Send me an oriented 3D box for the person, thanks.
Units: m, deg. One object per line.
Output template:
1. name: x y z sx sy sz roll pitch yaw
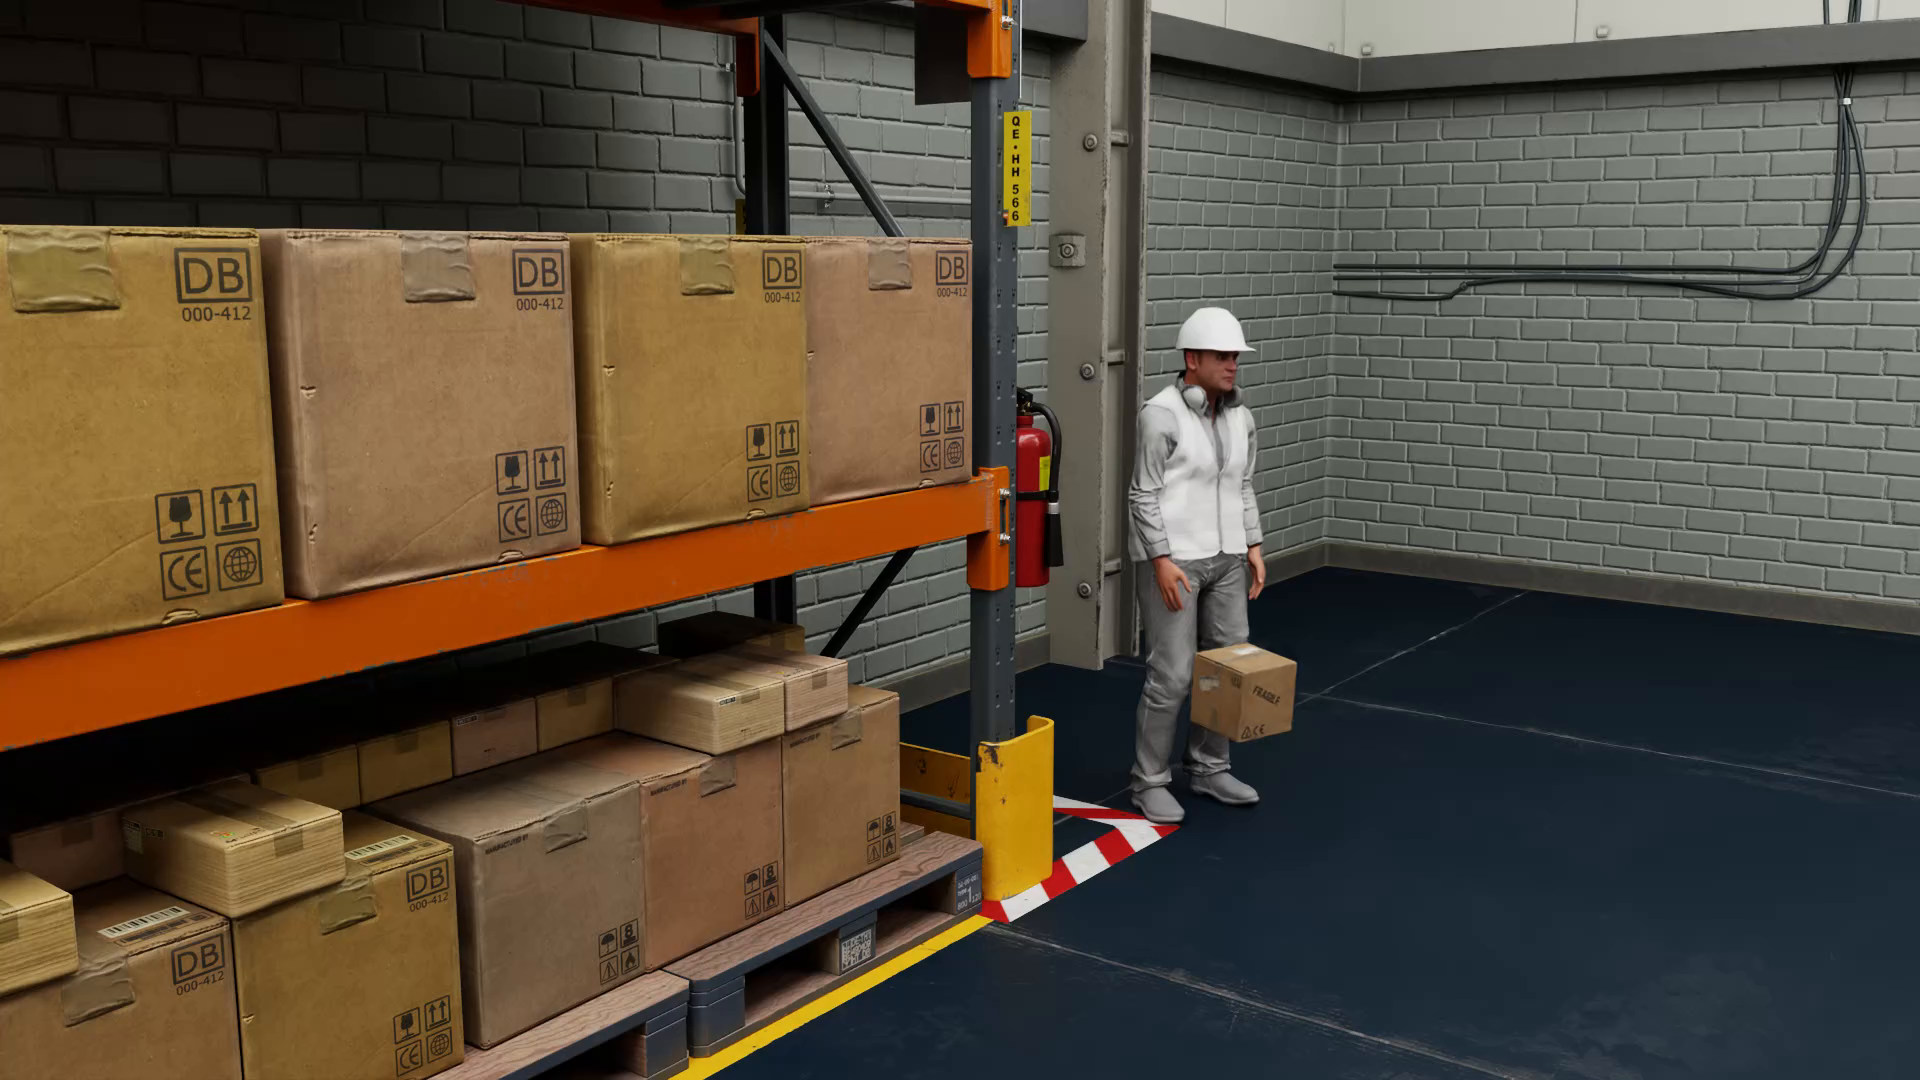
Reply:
1. person: 0.830 0.071 5.890 0.561 1.775 0.435 -7 12 -34
